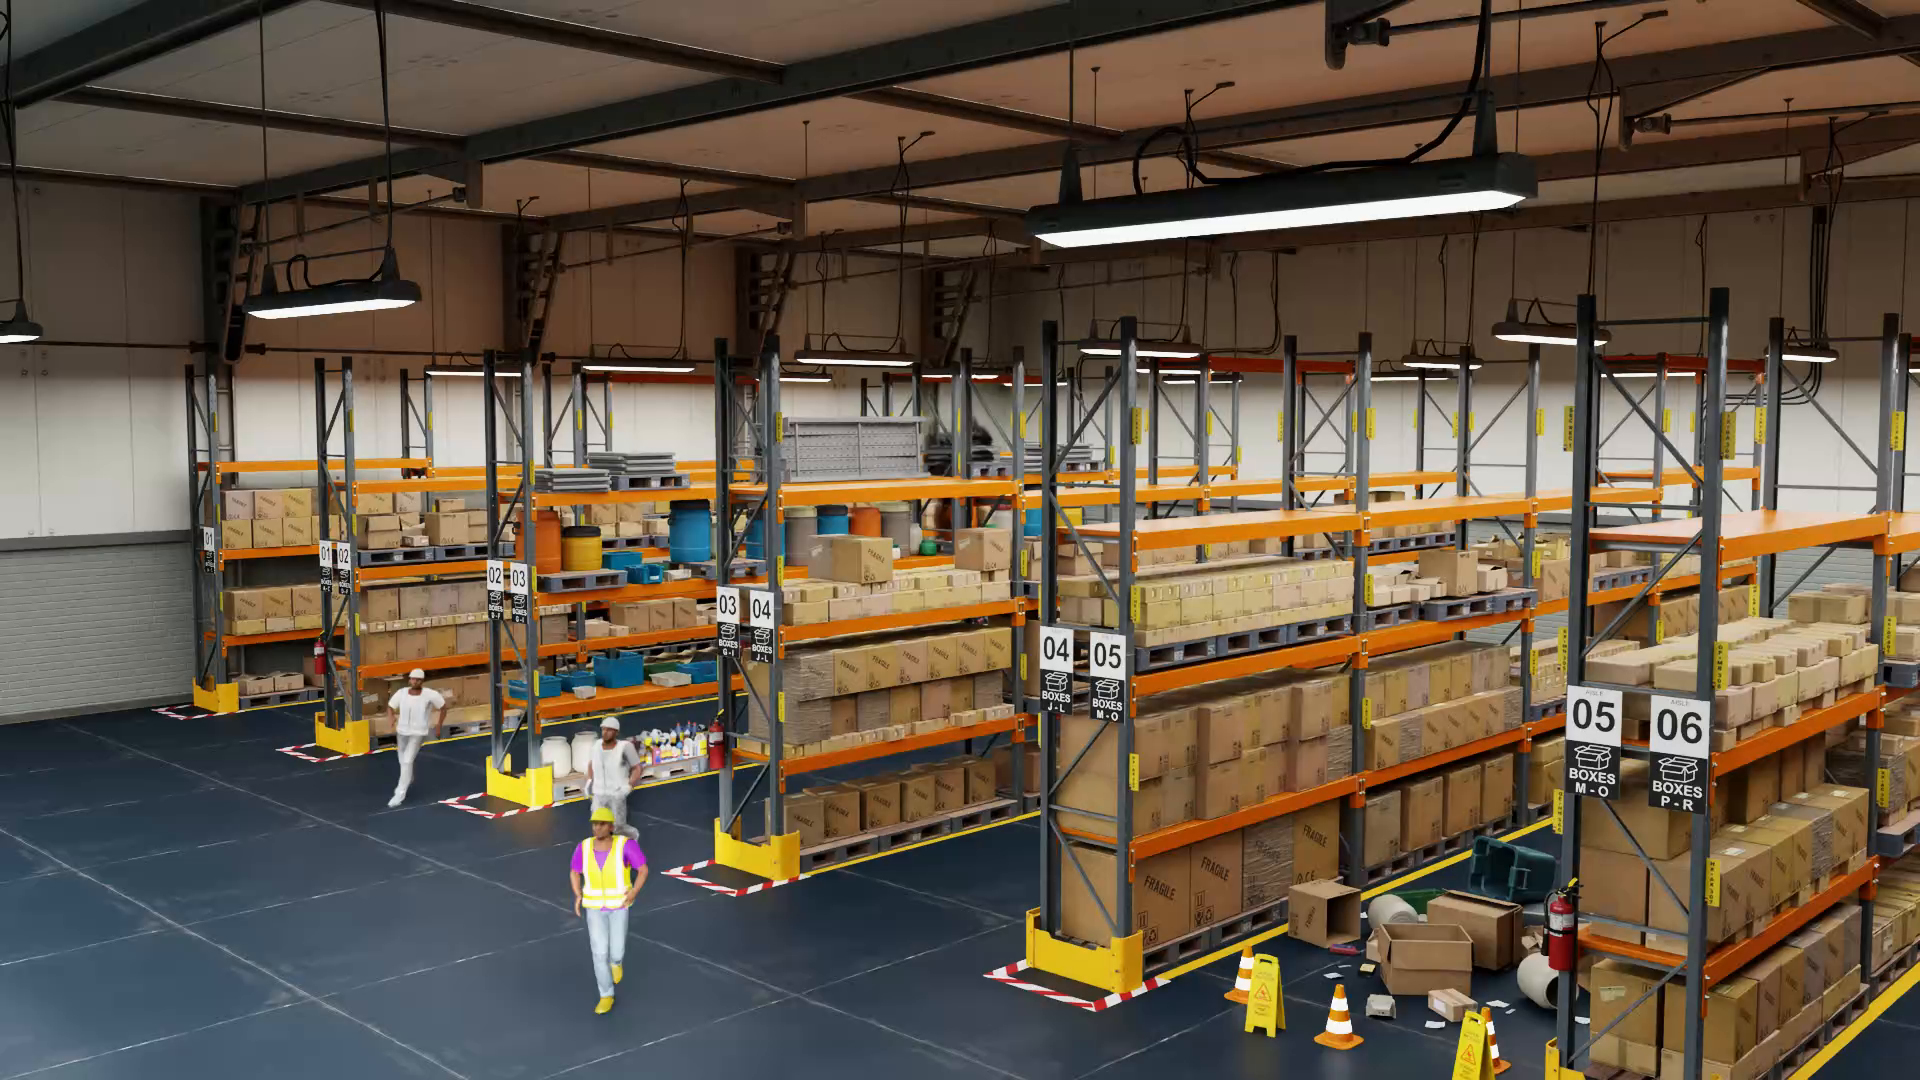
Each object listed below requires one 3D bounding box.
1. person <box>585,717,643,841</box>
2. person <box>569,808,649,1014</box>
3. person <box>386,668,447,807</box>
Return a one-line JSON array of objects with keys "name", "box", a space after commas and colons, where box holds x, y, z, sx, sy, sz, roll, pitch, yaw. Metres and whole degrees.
[{"name": "person", "box": [-3.909, 2.864, 18.788, 0.705, 1.773, 0.812, 1, 5, 15]}, {"name": "person", "box": [-3.085, 3.193, 14.556, 0.682, 1.744, 0.669, 0, 4, -3]}, {"name": "person", "box": [-7.297, 2.588, 22.162, 0.758, 1.766, 0.915, 1, 4, 7]}]
